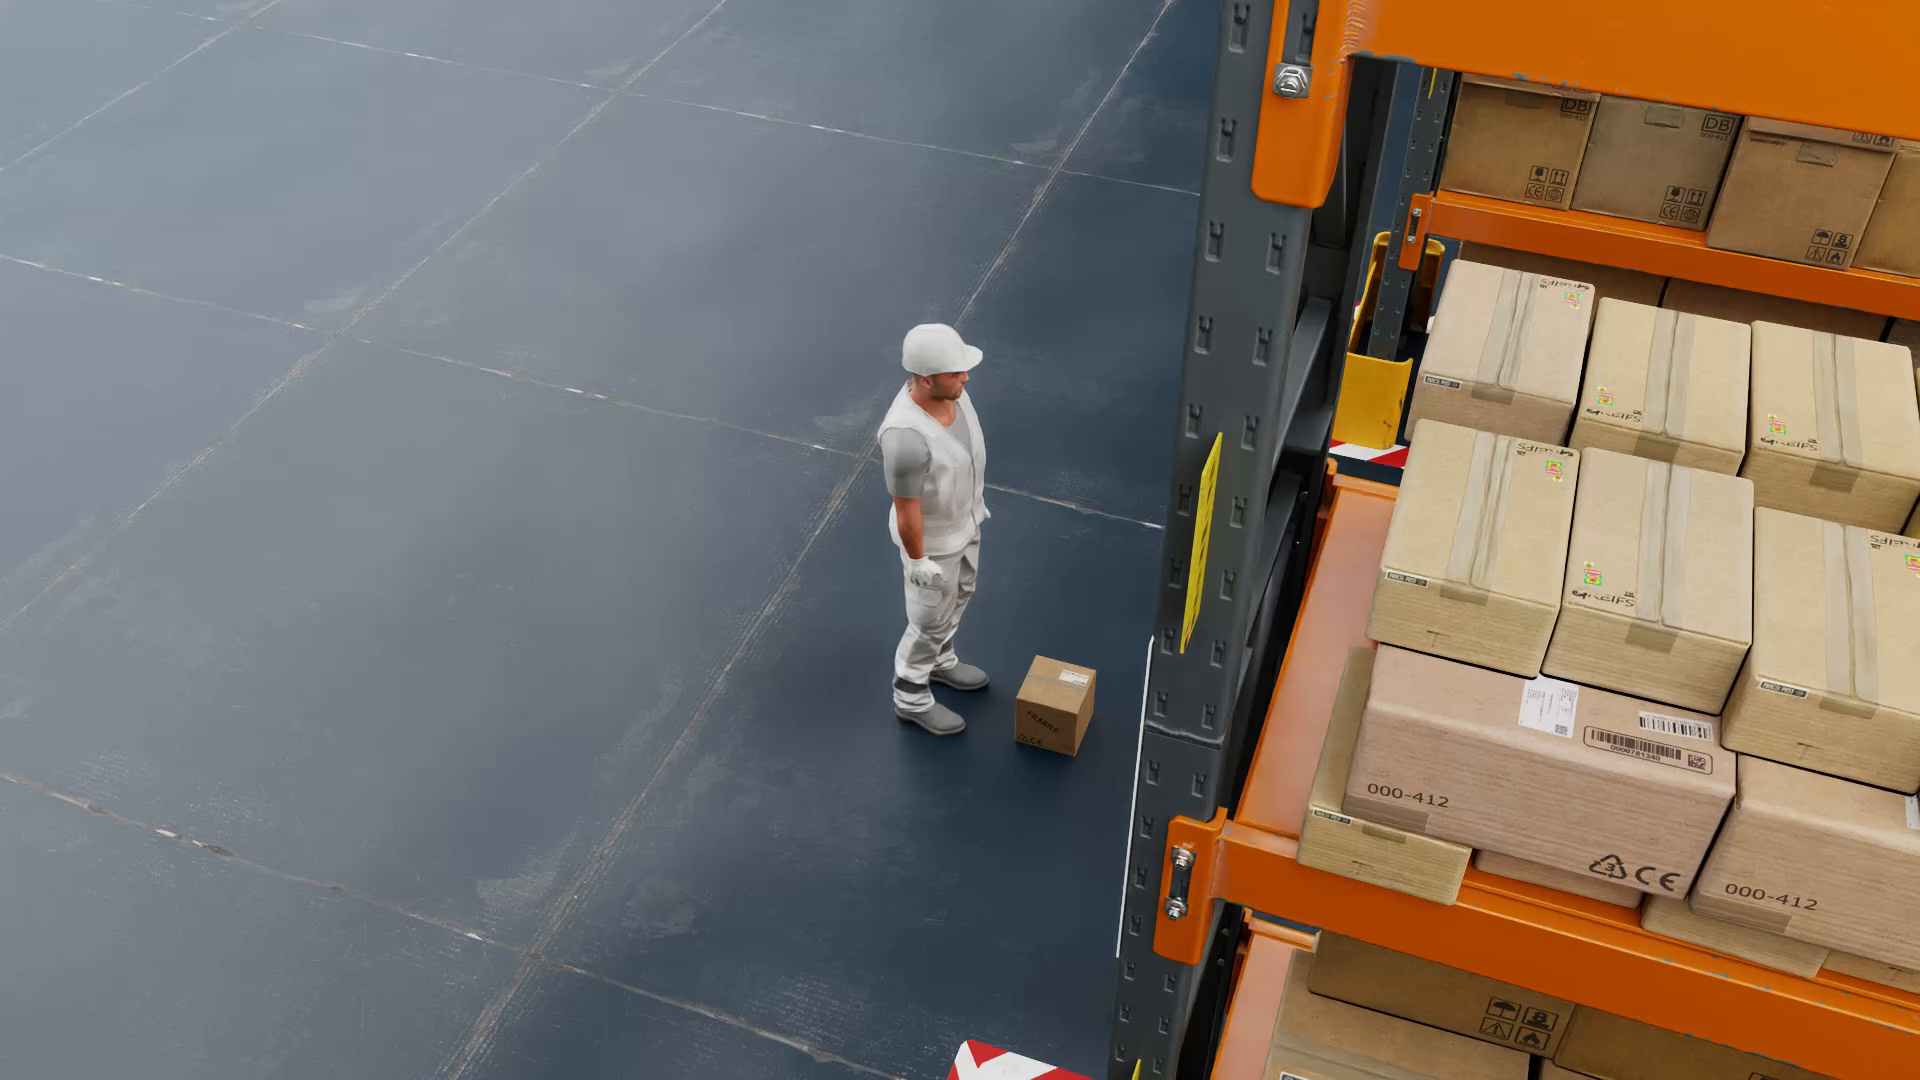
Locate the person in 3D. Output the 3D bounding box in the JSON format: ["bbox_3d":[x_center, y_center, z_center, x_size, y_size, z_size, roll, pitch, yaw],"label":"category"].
[{"bbox_3d":[-0.079,-0.043,6.193,0.338,1.783,0.525,14,43,16],"label":"person"}]
